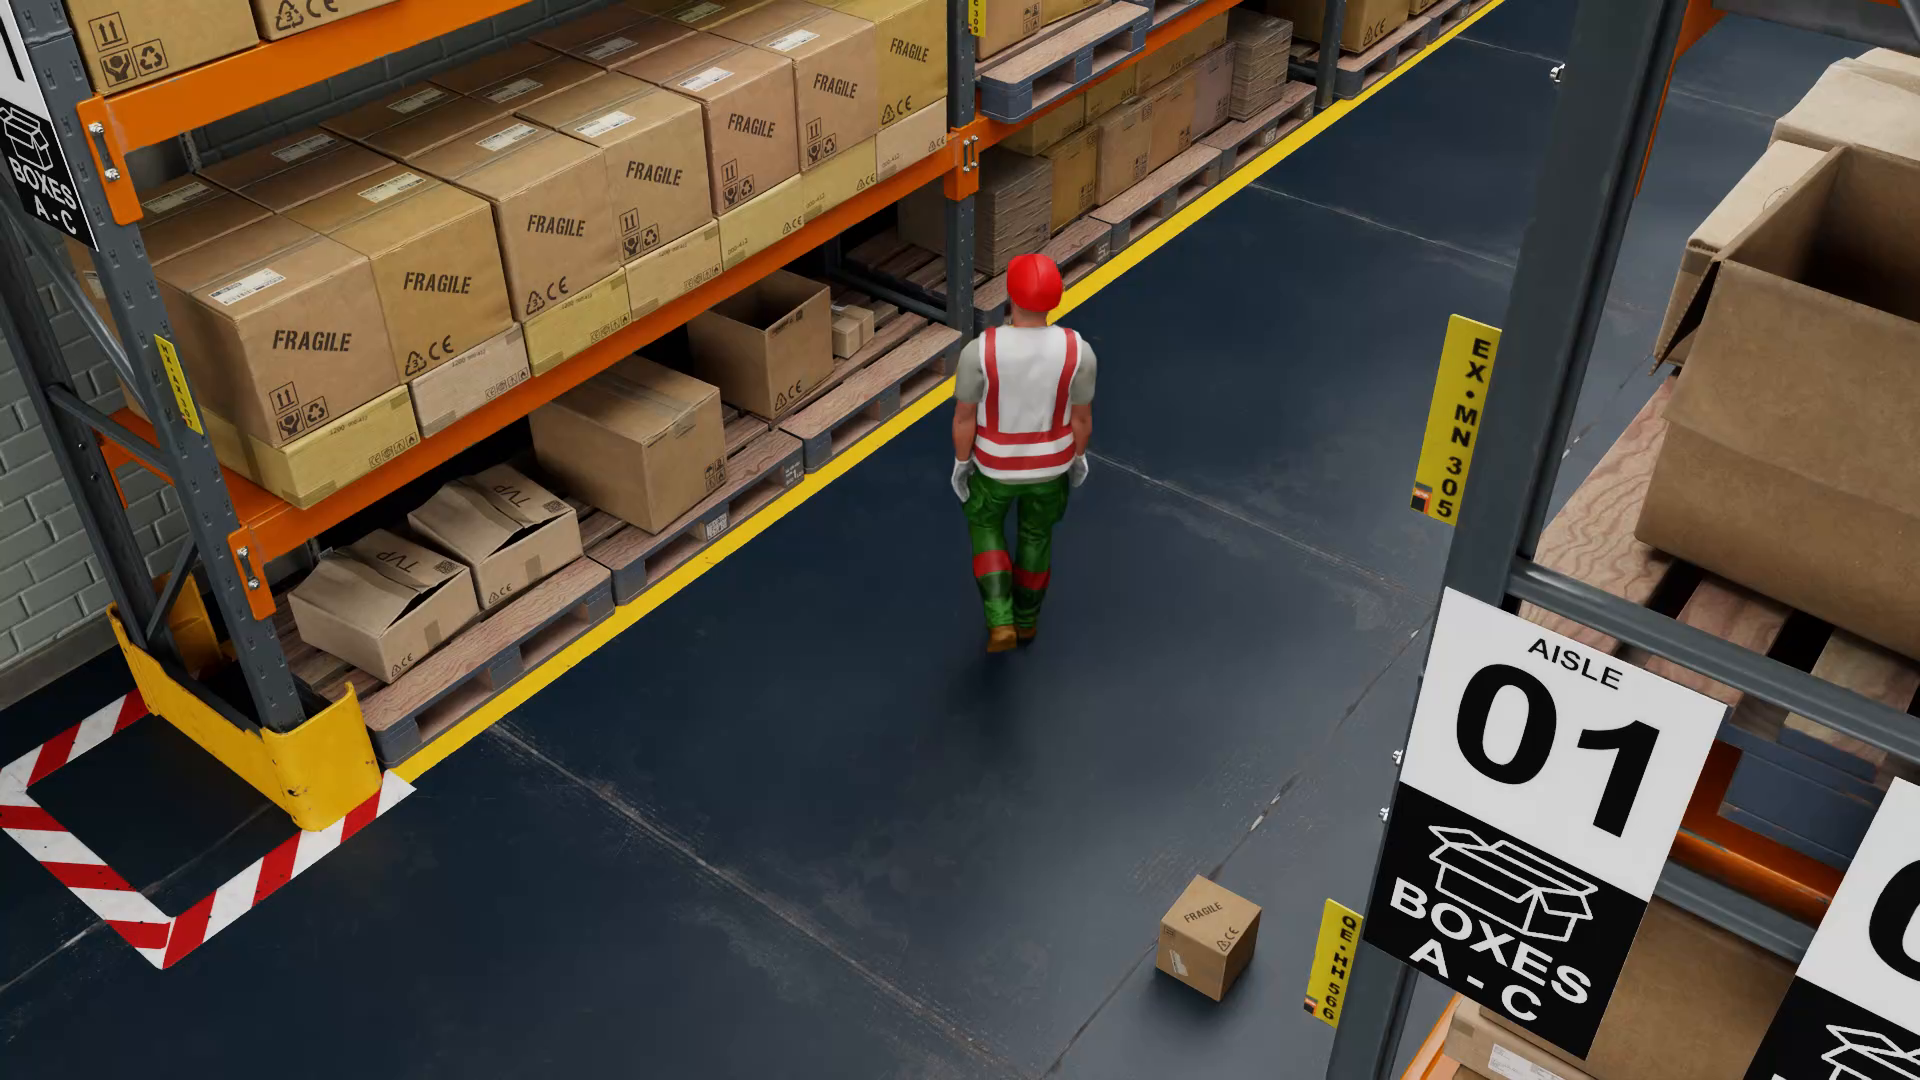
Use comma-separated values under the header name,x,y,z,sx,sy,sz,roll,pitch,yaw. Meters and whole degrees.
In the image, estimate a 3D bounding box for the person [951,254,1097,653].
name,x,y,z,sx,sy,sz,roll,pitch,yaw
person,0.240,-0.277,6.444,0.546,1.780,0.589,-1,39,-2
